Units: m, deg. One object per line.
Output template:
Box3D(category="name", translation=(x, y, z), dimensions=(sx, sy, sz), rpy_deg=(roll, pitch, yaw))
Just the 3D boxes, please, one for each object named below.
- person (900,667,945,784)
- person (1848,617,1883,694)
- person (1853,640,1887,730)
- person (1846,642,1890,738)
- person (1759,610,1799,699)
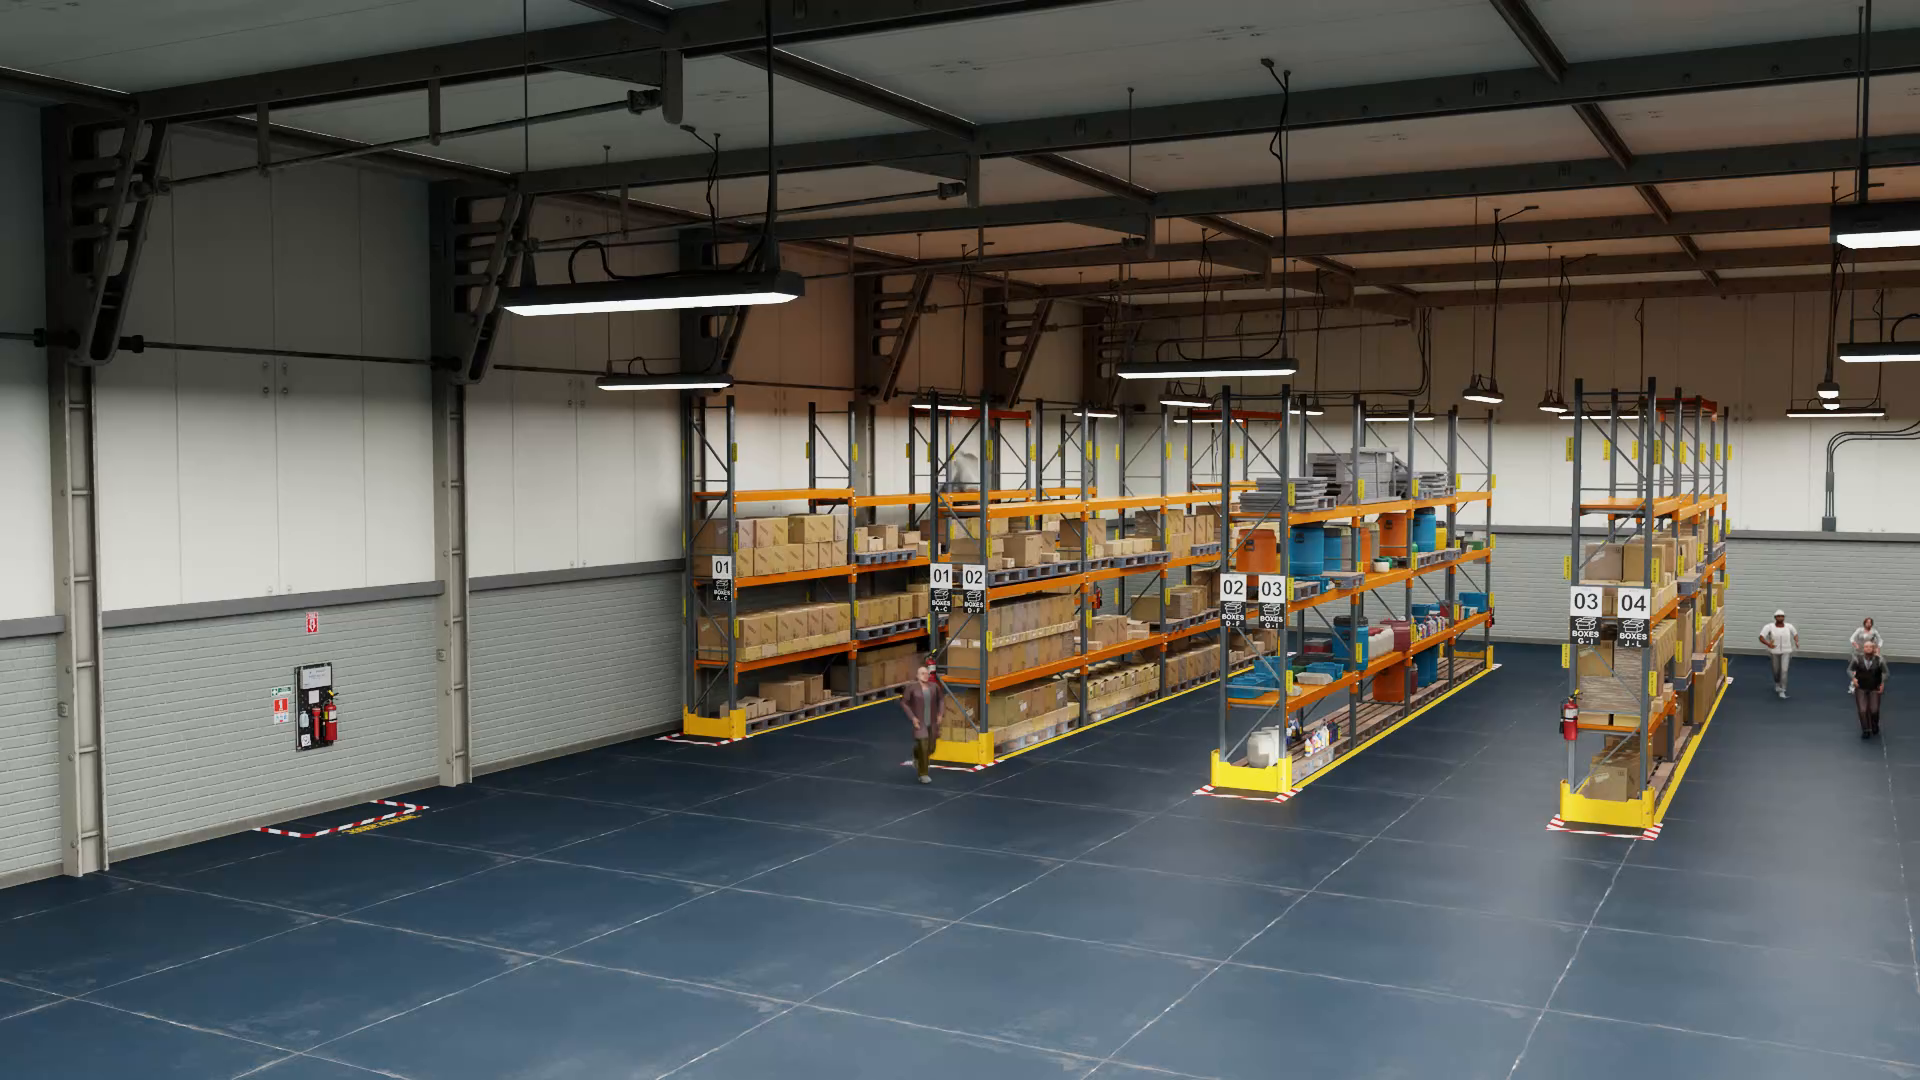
Box3D(category="person", translation=(-0.575, 2.799, 25.388), dimensions=(0.722, 1.752, 0.718), rpy_deg=(-1, 3, -24))
Box3D(category="person", translation=(18.769, 2.382, 34.505), dimensions=(0.626, 1.569, 0.825), rpy_deg=(2, 4, 38))
Box3D(category="person", translation=(16.290, 2.600, 29.780), dimensions=(0.560, 1.635, 0.613), rpy_deg=(1, 3, 24))
Box3D(category="person", translation=(15.909, 2.625, 29.164), dimensions=(0.666, 1.688, 0.573), rpy_deg=(2, 4, 31))
Box3D(category="person", translation=(16.855, 2.334, 34.217), dimensions=(0.751, 1.790, 0.836), rpy_deg=(1, 3, 19))
